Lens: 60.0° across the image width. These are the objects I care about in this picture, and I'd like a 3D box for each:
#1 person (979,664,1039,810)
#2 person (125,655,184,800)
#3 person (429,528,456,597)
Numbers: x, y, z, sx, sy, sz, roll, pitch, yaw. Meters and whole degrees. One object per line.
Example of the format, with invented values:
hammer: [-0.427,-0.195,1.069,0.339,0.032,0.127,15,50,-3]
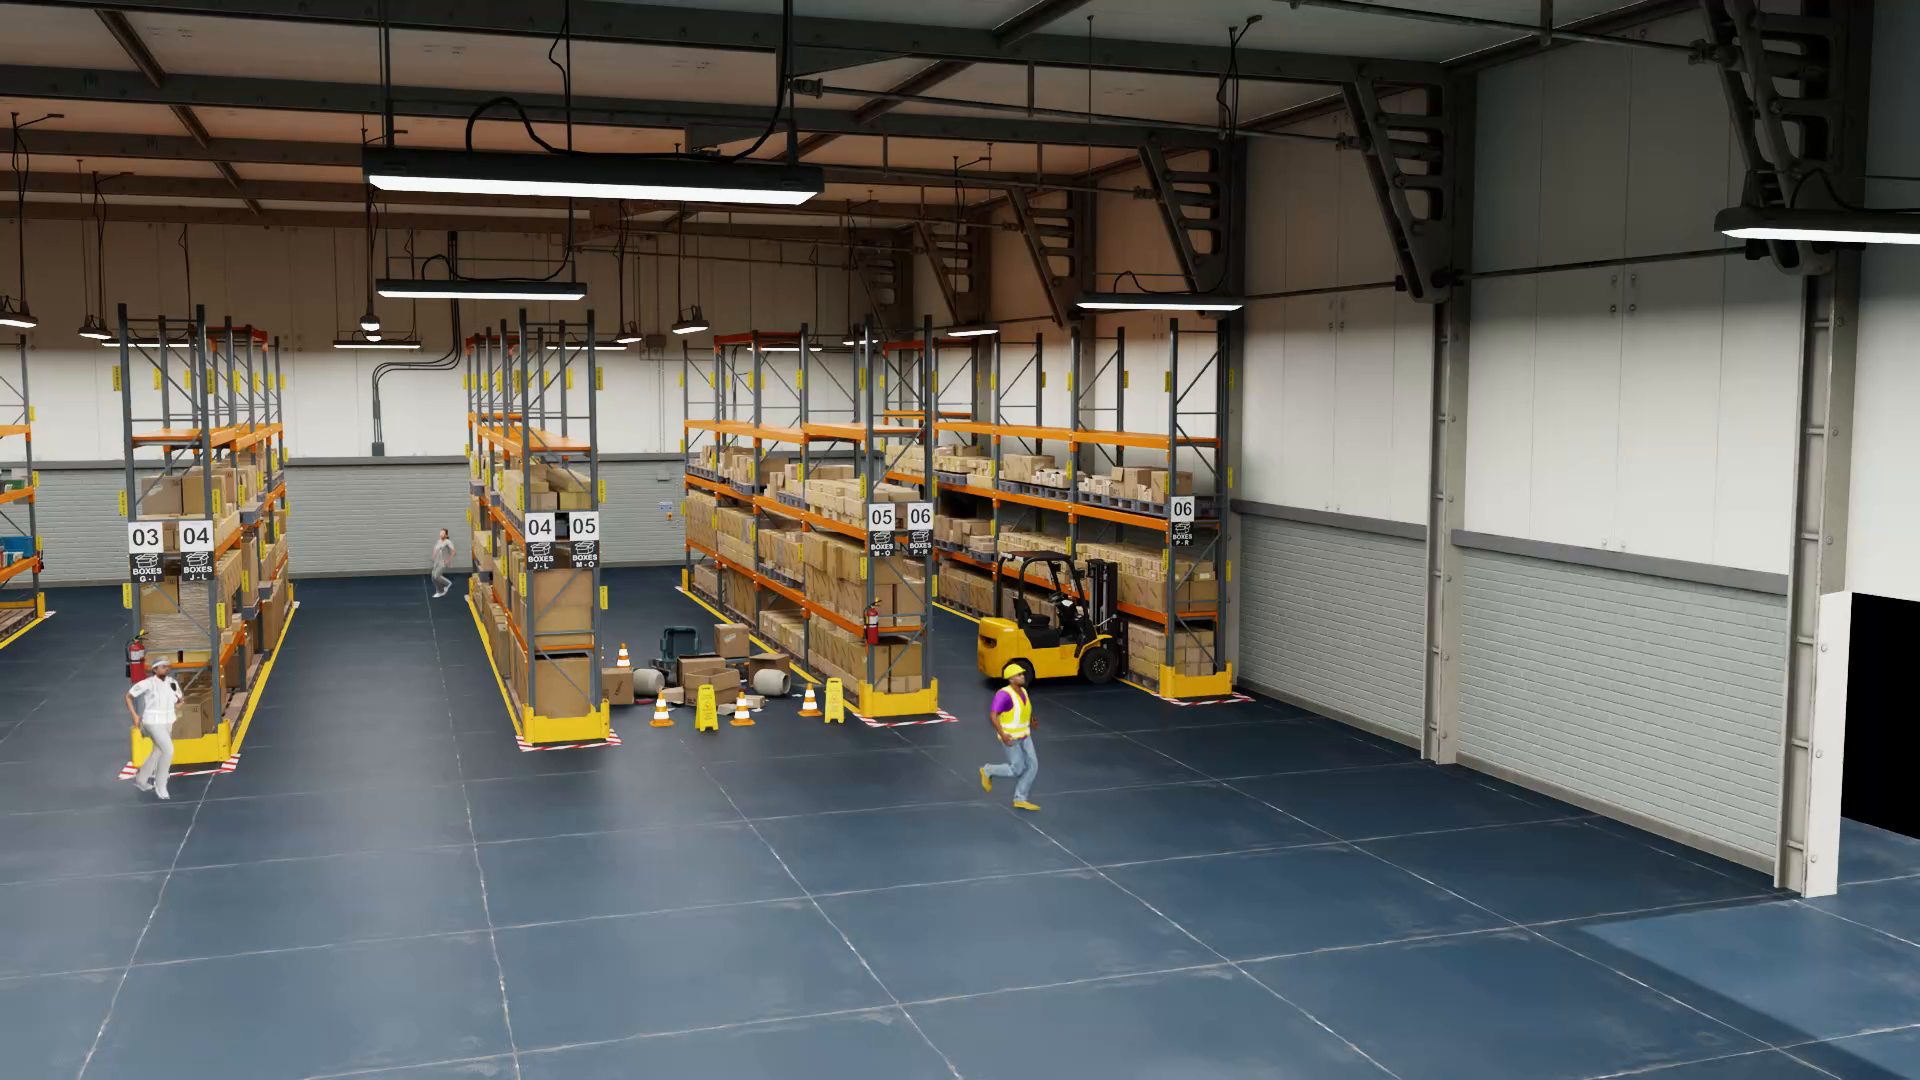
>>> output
person: [0.605,2.305,19.598,0.702,1.713,0.701,4,7,35]
person: [-9.742,2.255,20.217,0.682,1.719,0.576,2,6,18]
person: [-12.072,0.535,38.772,0.617,1.625,0.533,4,6,33]
